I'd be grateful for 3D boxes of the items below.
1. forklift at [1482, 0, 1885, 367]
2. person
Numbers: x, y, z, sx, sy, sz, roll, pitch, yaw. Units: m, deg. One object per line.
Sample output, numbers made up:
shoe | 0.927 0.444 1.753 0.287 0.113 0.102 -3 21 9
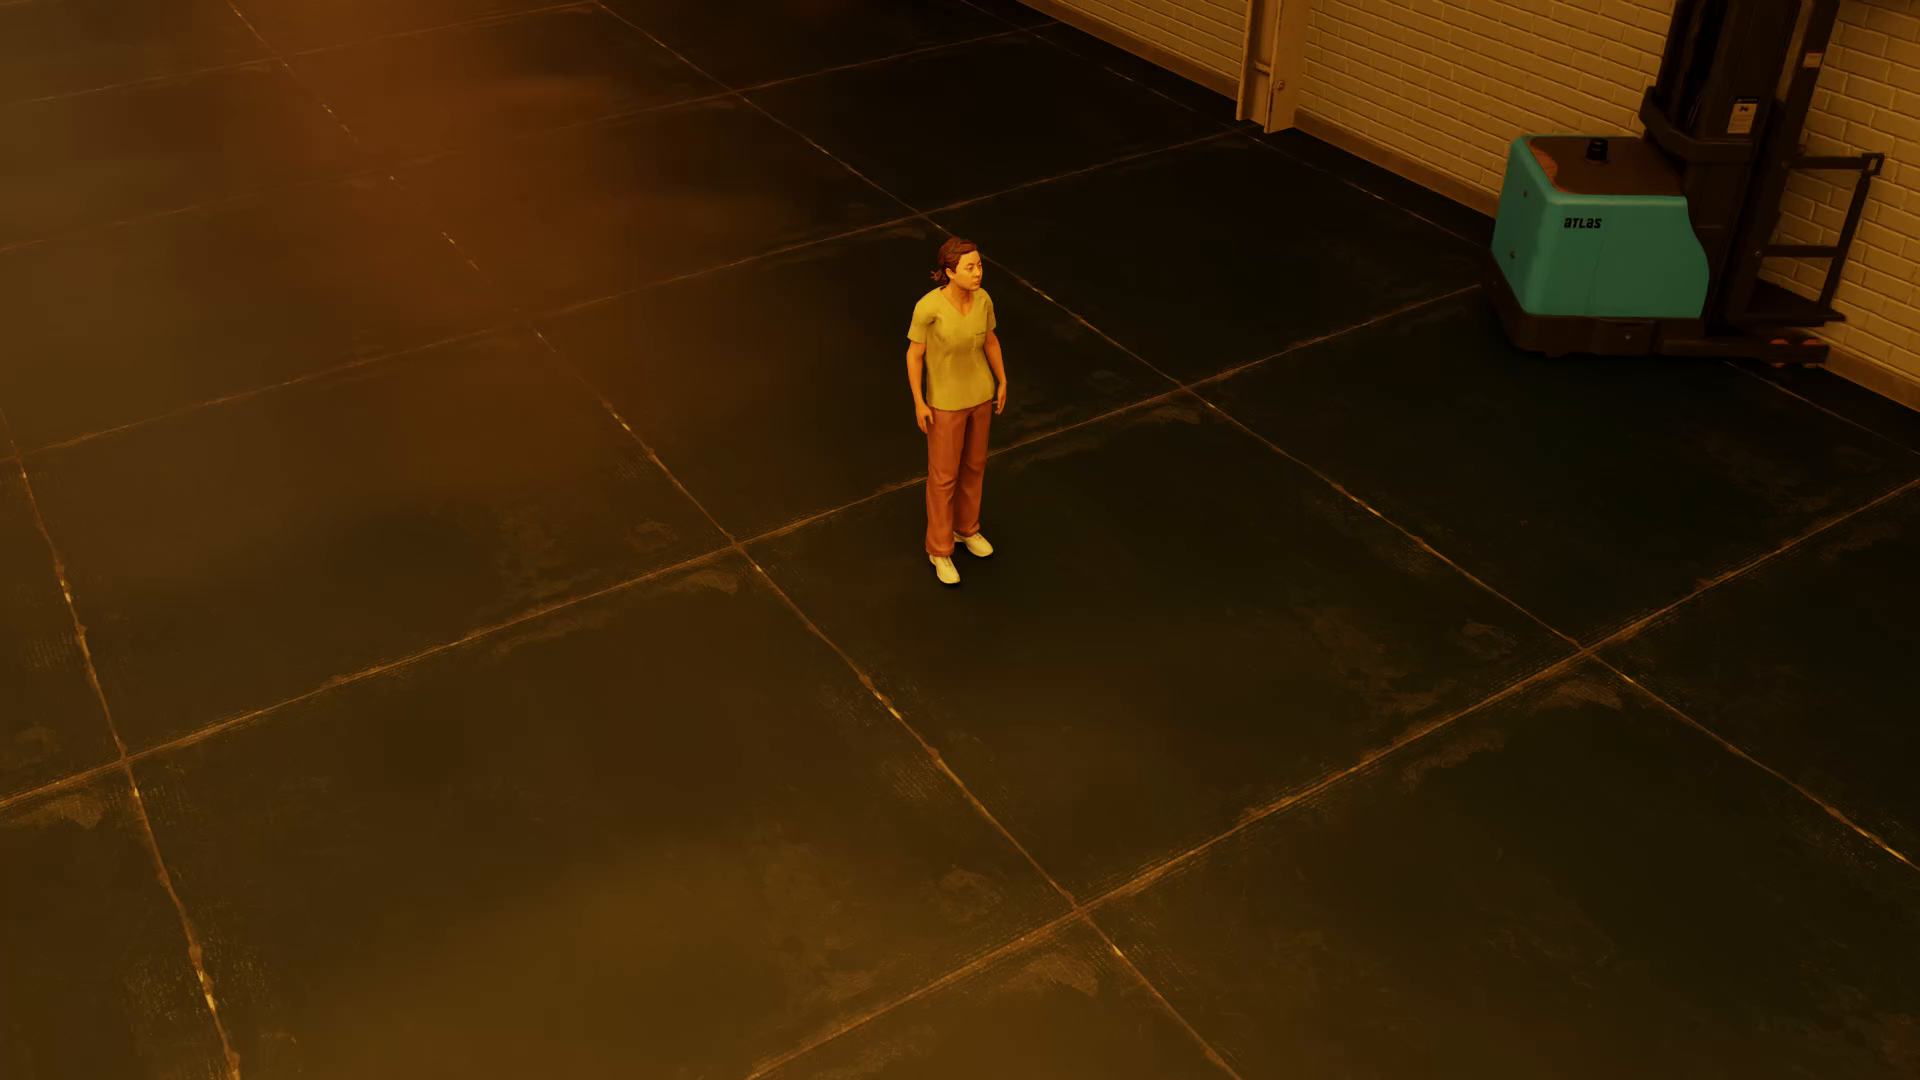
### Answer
forklift | 4.950 -2.572 9.808 3.031 2.935 1.130 1 35 2
person | 0.031 -0.652 8.155 0.553 1.673 0.548 -21 40 -27
